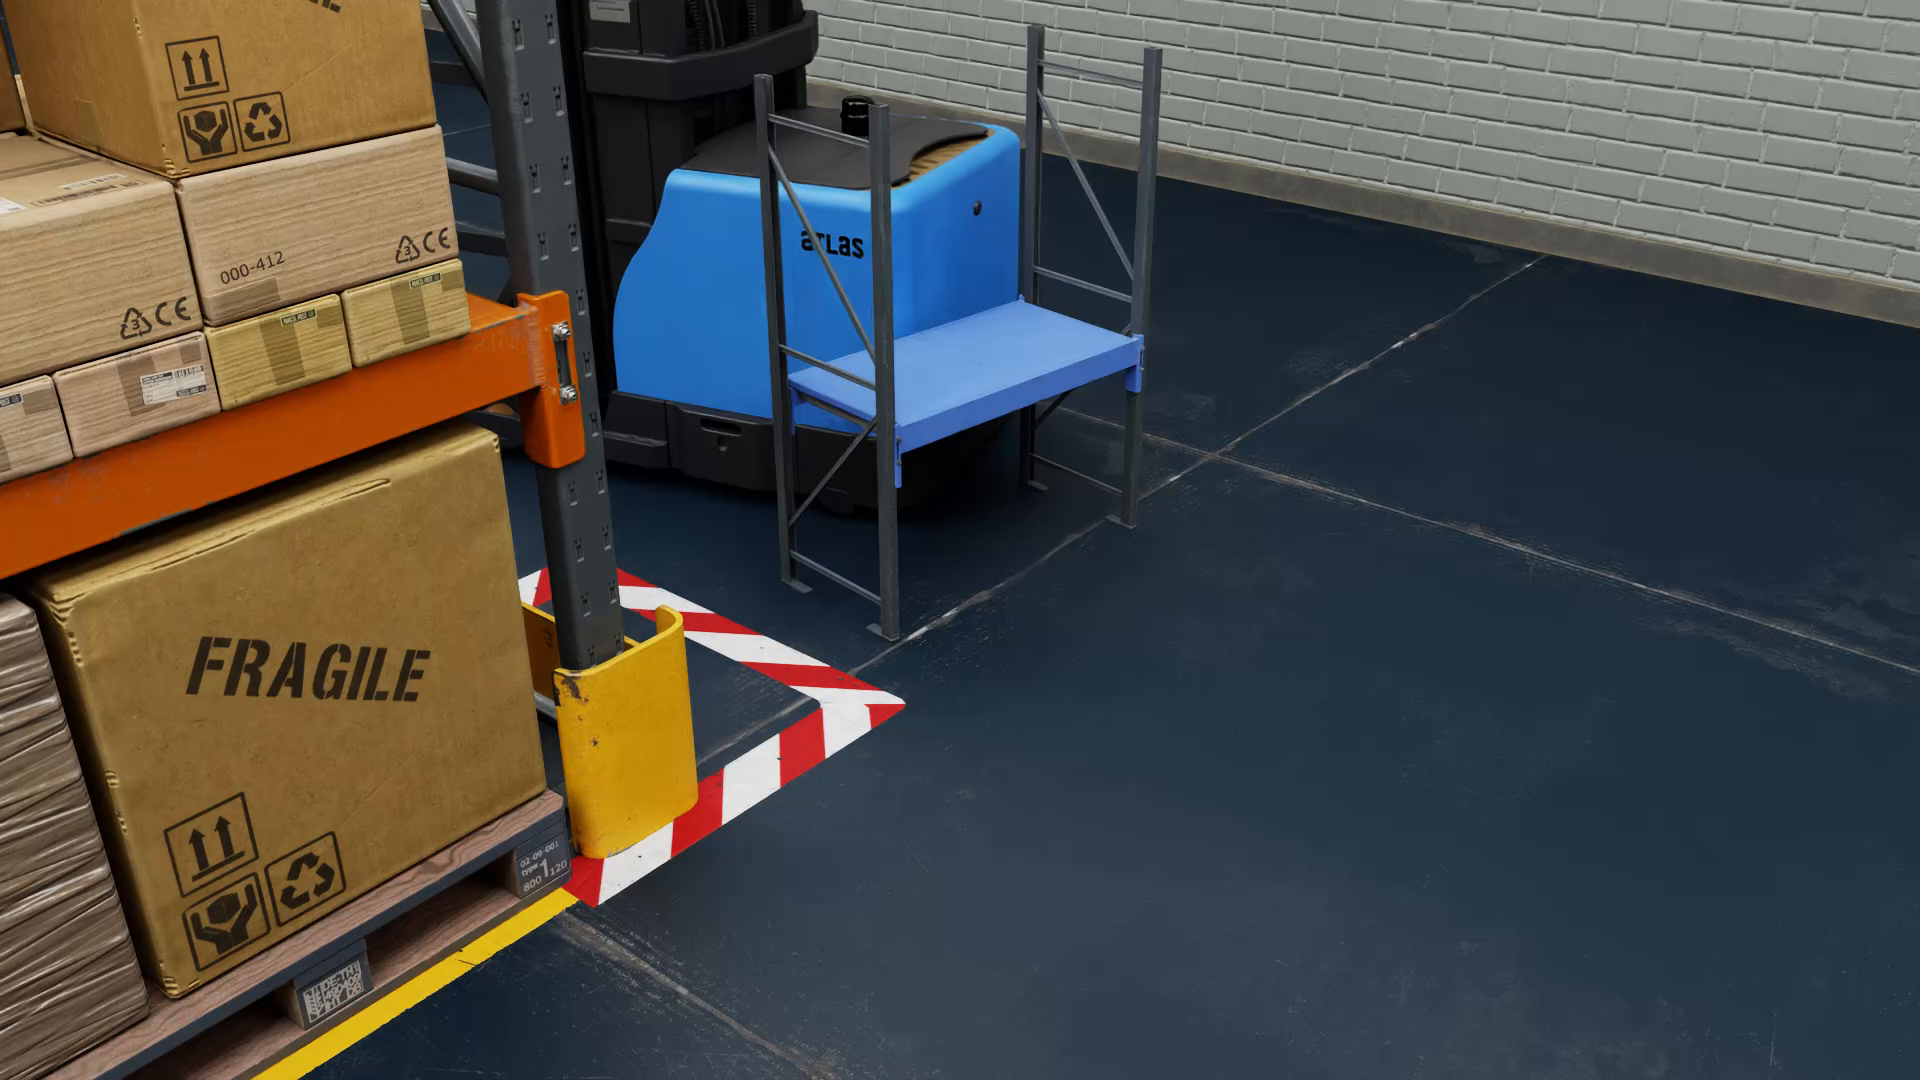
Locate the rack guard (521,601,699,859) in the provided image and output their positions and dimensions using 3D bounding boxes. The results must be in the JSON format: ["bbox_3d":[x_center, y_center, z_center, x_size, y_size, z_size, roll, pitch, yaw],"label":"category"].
[{"bbox_3d":[-1.168,0.293,4.139,1.175,0.500,0.348,21,34,34],"label":"rack guard"}]

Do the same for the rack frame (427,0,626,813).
[{"bbox_3d":[-1.183,-0.808,3.548,1.000,3.000,0.127,21,34,34],"label":"rack frame"}]

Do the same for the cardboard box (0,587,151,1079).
[{"bbox_3d":[-2.108,0.522,2.832,0.875,0.875,0.875,21,34,34],"label":"cardboard box"}]

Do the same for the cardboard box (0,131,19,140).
[{"bbox_3d":[-2.023,-0.596,2.978,0.500,0.250,0.500,20,34,34],"label":"cardboard box"}]

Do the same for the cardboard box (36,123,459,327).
[{"bbox_3d":[-1.287,-0.624,3.032,0.500,0.250,0.500,20,33,34],"label":"cardboard box"}]

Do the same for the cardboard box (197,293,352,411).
[{"bbox_3d":[-1.320,-0.382,2.996,0.380,0.149,0.250,21,34,35],"label":"cardboard box"}]

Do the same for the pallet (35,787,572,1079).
[{"bbox_3d":[-1.632,0.737,3.596,1.003,0.211,1.213,21,34,34],"label":"pallet"}]

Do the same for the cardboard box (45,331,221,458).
[{"bbox_3d":[-1.481,-0.292,2.824,0.380,0.149,0.250,21,34,35],"label":"cardboard box"}]

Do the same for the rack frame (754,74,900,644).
[{"bbox_3d":[-0.354,-0.462,4.511,0.032,1.500,0.500,-24,36,-38],"label":"rack frame"}]

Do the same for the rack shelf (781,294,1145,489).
[{"bbox_3d":[0.015,-0.463,4.905,1.000,0.185,0.538,-24,36,-38],"label":"rack shelf"}]

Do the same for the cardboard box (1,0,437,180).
[{"bbox_3d":[-1.291,-0.957,2.859,0.500,0.500,0.500,21,34,35],"label":"cardboard box"}]

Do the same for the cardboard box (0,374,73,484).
[{"bbox_3d":[-1.641,-0.204,2.654,0.380,0.149,0.250,21,34,35],"label":"cardboard box"}]

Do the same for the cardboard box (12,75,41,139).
[{"bbox_3d":[-1.697,-0.783,3.338,0.500,0.250,0.500,20,33,33],"label":"cardboard box"}]

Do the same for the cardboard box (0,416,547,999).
[{"bbox_3d":[-1.529,0.199,3.456,0.875,0.875,0.875,21,34,34],"label":"cardboard box"}]

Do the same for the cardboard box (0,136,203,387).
[{"bbox_3d":[-1.610,-0.445,2.685,0.500,0.250,0.500,20,33,34],"label":"cardboard box"}]

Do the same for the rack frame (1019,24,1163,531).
[{"bbox_3d":[0.384,-0.784,5.133,0.032,1.500,0.500,-24,36,-38],"label":"rack frame"}]

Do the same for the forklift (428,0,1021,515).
[{"bbox_3d":[-1.344,-1.820,5.579,3.031,2.935,1.130,12,30,21],"label":"forklift"}]

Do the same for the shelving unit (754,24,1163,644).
[{"bbox_3d":[0.015,-0.623,4.822,1.048,1.500,0.538,-24,36,-38],"label":"shelving unit"}]

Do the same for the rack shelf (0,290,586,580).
[{"bbox_3d":[-2.456,0.220,2.342,1.077,0.370,4.000,21,34,34],"label":"rack shelf"}]

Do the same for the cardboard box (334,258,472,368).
[{"bbox_3d":[-1.156,-0.474,3.176,0.380,0.149,0.250,22,34,35],"label":"cardboard box"}]

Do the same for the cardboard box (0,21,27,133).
[{"bbox_3d":[-2.015,-0.938,2.823,0.500,0.500,0.500,20,33,33],"label":"cardboard box"}]
